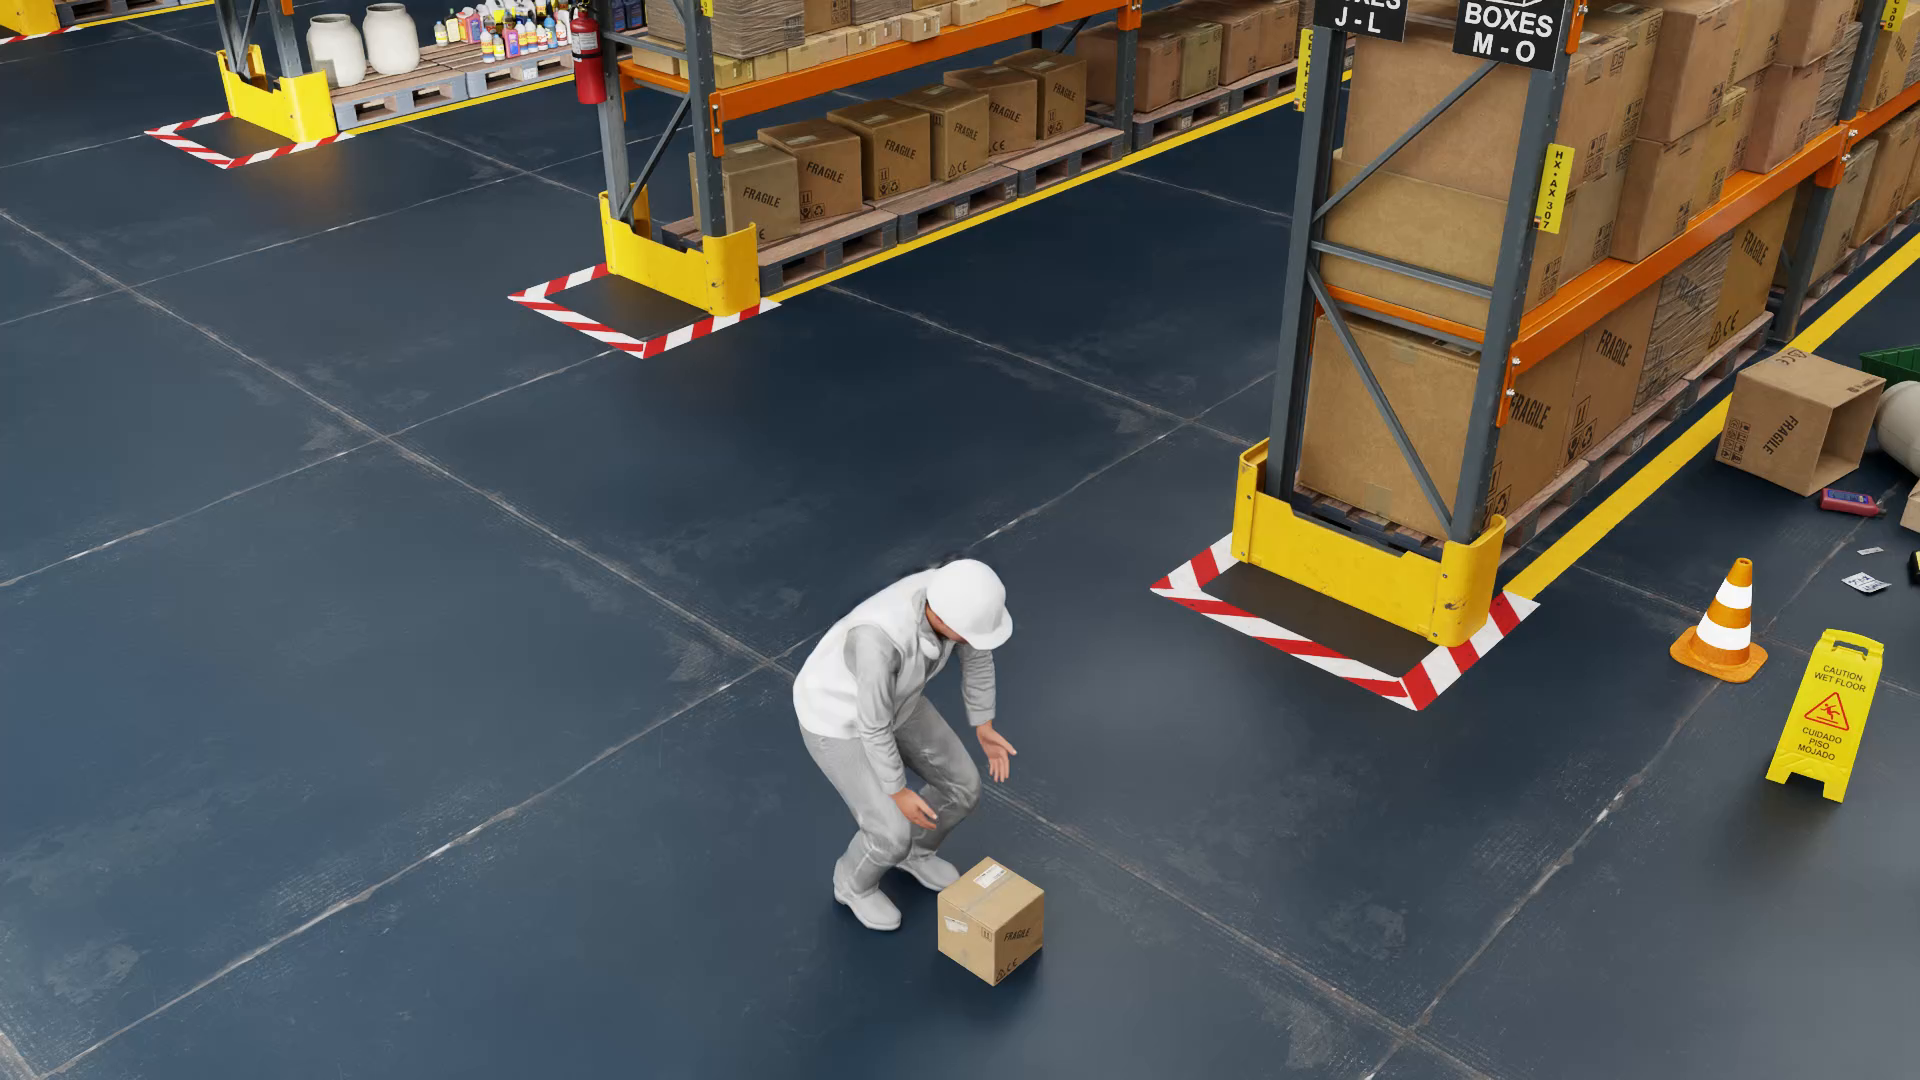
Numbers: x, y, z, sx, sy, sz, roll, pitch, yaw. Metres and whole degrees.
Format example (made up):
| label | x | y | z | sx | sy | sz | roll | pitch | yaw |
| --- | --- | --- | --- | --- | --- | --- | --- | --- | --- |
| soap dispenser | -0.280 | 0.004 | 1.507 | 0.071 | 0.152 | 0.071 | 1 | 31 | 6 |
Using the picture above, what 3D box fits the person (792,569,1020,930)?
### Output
| label | x | y | z | sx | sy | sz | roll | pitch | yaw |
| --- | --- | --- | --- | --- | --- | --- | --- | --- | --- |
| person | -0.159 | 0.618 | 5.432 | 0.769 | 1.420 | 0.591 | 25 | 39 | 35 |
